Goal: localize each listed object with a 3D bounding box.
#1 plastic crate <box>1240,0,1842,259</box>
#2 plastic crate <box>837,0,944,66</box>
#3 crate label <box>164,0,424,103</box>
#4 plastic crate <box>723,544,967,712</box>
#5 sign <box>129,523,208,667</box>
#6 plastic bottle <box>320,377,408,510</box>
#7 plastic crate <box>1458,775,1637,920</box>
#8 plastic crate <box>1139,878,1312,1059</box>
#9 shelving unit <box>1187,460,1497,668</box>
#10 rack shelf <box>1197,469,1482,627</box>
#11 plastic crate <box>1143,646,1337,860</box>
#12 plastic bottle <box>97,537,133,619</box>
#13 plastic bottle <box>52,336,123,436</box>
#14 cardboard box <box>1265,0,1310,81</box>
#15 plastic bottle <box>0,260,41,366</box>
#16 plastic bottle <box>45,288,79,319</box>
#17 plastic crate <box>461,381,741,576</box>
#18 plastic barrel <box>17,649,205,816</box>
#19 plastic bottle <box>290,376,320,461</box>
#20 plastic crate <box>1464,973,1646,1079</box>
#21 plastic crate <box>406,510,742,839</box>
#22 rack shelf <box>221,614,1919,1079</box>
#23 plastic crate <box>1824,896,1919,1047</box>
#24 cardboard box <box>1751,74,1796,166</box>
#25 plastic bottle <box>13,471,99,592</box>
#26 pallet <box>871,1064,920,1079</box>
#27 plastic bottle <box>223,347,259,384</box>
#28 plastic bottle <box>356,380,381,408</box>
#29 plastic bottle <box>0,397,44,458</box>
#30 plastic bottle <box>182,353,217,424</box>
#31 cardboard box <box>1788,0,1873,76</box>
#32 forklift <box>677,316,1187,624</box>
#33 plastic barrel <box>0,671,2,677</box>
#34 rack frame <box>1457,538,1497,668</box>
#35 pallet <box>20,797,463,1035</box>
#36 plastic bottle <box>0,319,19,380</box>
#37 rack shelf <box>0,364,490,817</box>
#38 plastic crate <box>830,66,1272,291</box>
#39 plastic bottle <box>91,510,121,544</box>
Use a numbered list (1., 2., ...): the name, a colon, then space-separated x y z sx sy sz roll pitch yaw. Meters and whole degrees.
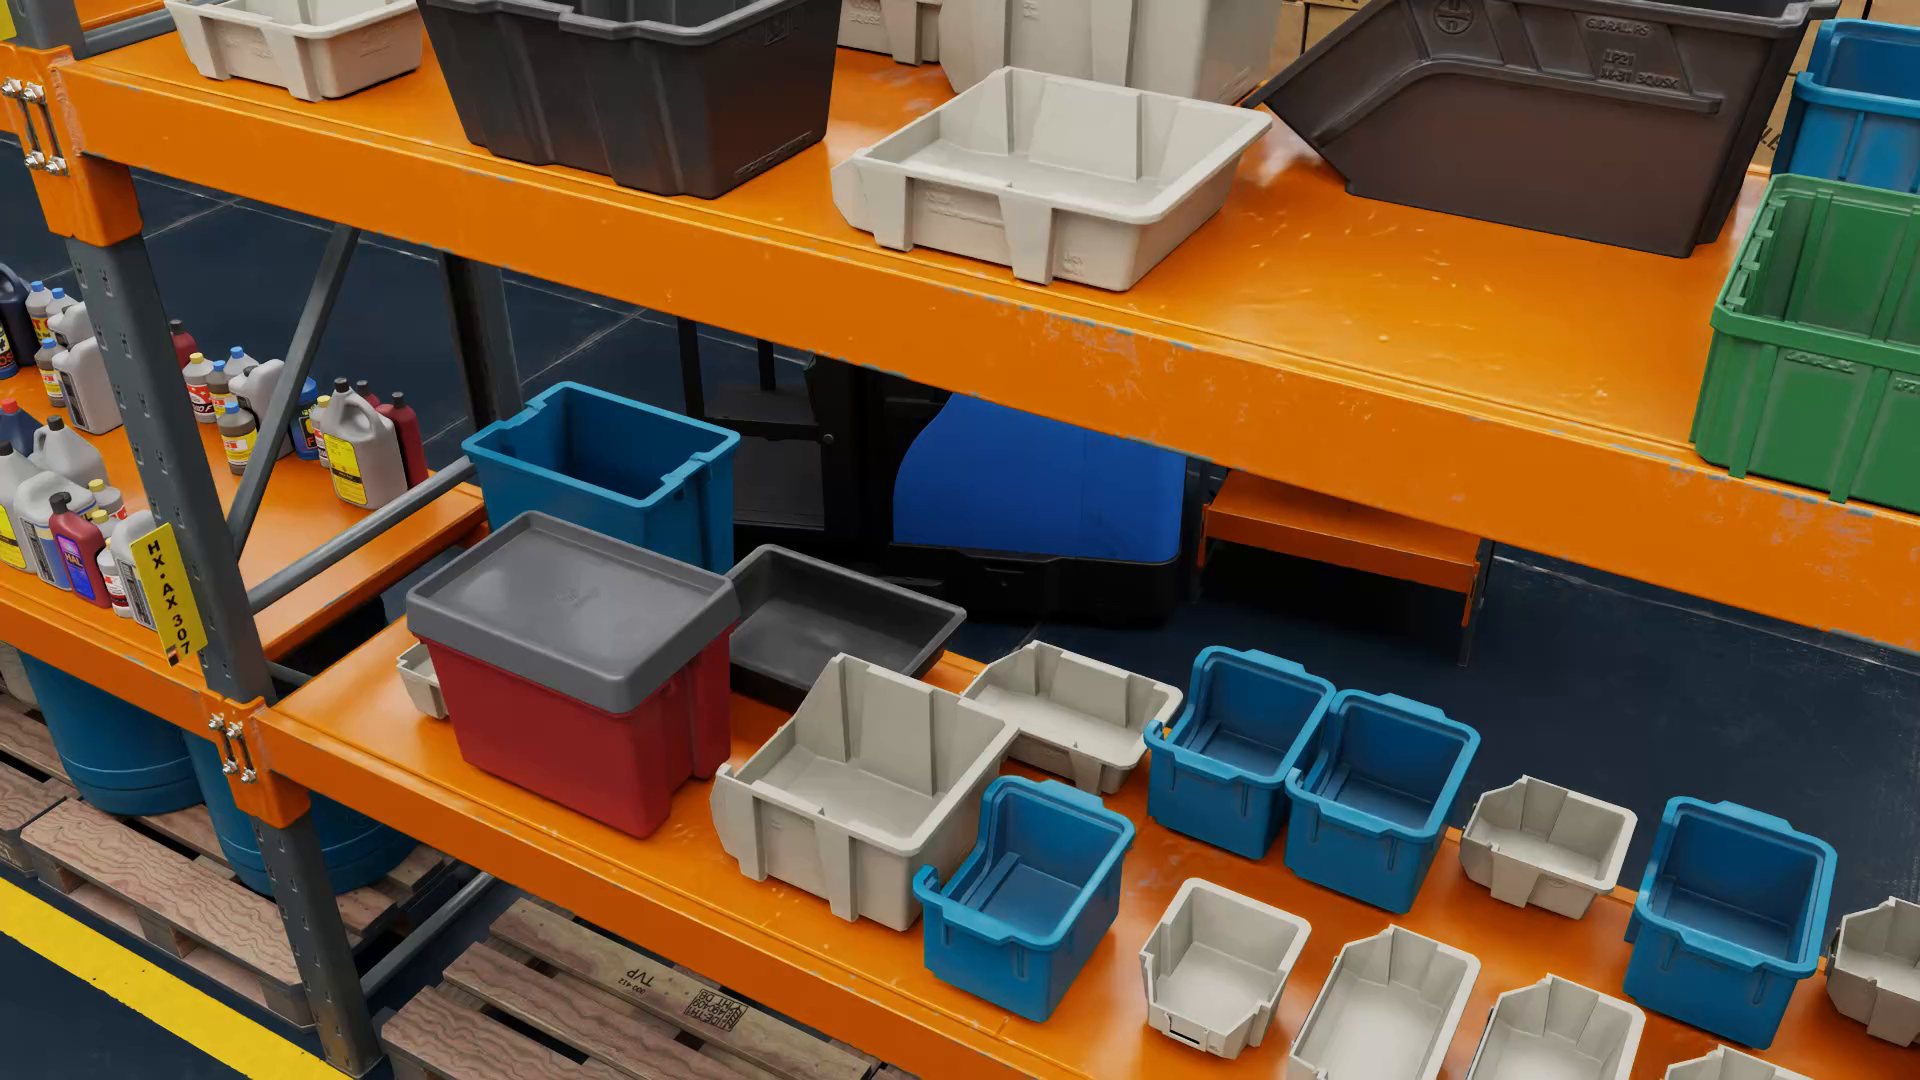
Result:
1. plastic crate: 0.841 -0.702 2.448 0.767 0.338 0.504 18 37 24
2. plastic crate: -0.148 -0.999 3.076 0.466 0.136 0.293 18 37 24
3. crate label: -1.160 -0.893 2.916 0.466 0.136 0.293 18 37 24
4. plastic crate: -0.336 0.241 3.876 0.590 0.125 0.437 18 37 24
5. sign: -1.716 0.122 3.611 0.005 0.325 0.100 18 37 24
6. plastic bottle: -1.621 -0.271 4.495 0.185 0.351 0.144 18 37 24
7. plastic crate: 1.154 0.617 3.302 0.298 0.136 0.250 18 37 24
8. plastic crate: 0.469 0.796 3.032 0.250 0.136 0.298 18 37 24
9. shelving unit: 1.454 -0.243 6.100 1.048 1.125 0.538 13 36 19
10. rack shelf: 1.454 -0.039 6.236 1.000 0.278 0.538 13 36 19
11. plastic crate: 0.577 0.446 3.470 0.300 0.233 0.416 18 37 24
12. plastic bottle: -2.058 0.084 4.097 0.097 0.201 0.097 0 34 0
13. plastic bottle: -2.534 -0.468 4.858 0.135 0.276 0.152 18 37 24
14. cardboard box: 1.327 -2.180 7.228 0.500 0.500 0.500 19 38 26
15. plastic bottle: -2.965 -0.735 5.192 0.185 0.351 0.144 18 37 24
16. plastic bottle: -2.747 -0.648 5.133 0.097 0.271 0.097 0 34 0
17. plastic crate: -0.867 -0.081 4.126 0.575 0.384 0.392 18 37 24
18. plastic barrel: -2.520 0.319 5.079 0.708 0.901 0.600 18 37 24
19. plastic bottle: -1.858 -0.366 4.710 0.097 0.271 0.097 0 34 0
20. plastic crate: 0.989 0.934 2.825 0.243 0.136 0.396 18 37 24
21. plastic crate: -0.791 0.287 3.500 0.583 0.464 0.402 18 37 24
22. rack shelf: 0.295 0.822 3.458 4.000 0.370 1.077 18 37 24
23. plastic crate: 1.743 0.803 3.021 0.298 0.136 0.250 18 37 24
24. cardboard box: 3.086 -1.625 6.393 0.500 0.500 0.500 18 38 25
25. plastic bottle: -2.261 -0.029 4.199 0.135 0.276 0.152 18 37 24
26. pallet: 0.280 1.652 4.079 1.213 0.211 1.003 18 37 24
27. plastic bottle: -2.059 -0.430 4.806 0.097 0.271 0.097 0 34 0
28. plastic bottle: -1.664 -0.322 4.632 0.133 0.283 0.061 18 37 24
29. plastic bottle: -2.491 -0.222 4.422 0.185 0.351 0.144 18 37 24
30. plastic bottle: -2.228 -0.455 4.906 0.097 0.201 0.097 0 34 0
31. cardboard box: 3.078 -2.037 6.110 0.500 0.500 0.500 19 38 26
32. forklift: -0.623 -1.270 6.013 3.031 2.935 1.130 5 34 7
33. plastic barrel: -3.501 0.138 5.633 0.708 0.588 0.600 18 37 24
34. rack frame: 1.922 -0.134 5.936 0.032 1.125 0.500 13 36 19
35. pallet: -2.091 0.901 5.206 1.213 0.211 1.003 18 37 24
36. plastic bottle: -2.987 -0.632 5.109 0.097 0.271 0.097 0 34 0
37. rack shelf: -3.178 -0.278 5.110 4.000 0.370 1.077 18 37 24
38. plastic crate: 0.114 -0.515 2.349 0.530 0.136 0.437 18 37 24
39. plastic bottle: -2.144 0.018 4.196 0.097 0.201 0.097 0 34 0
